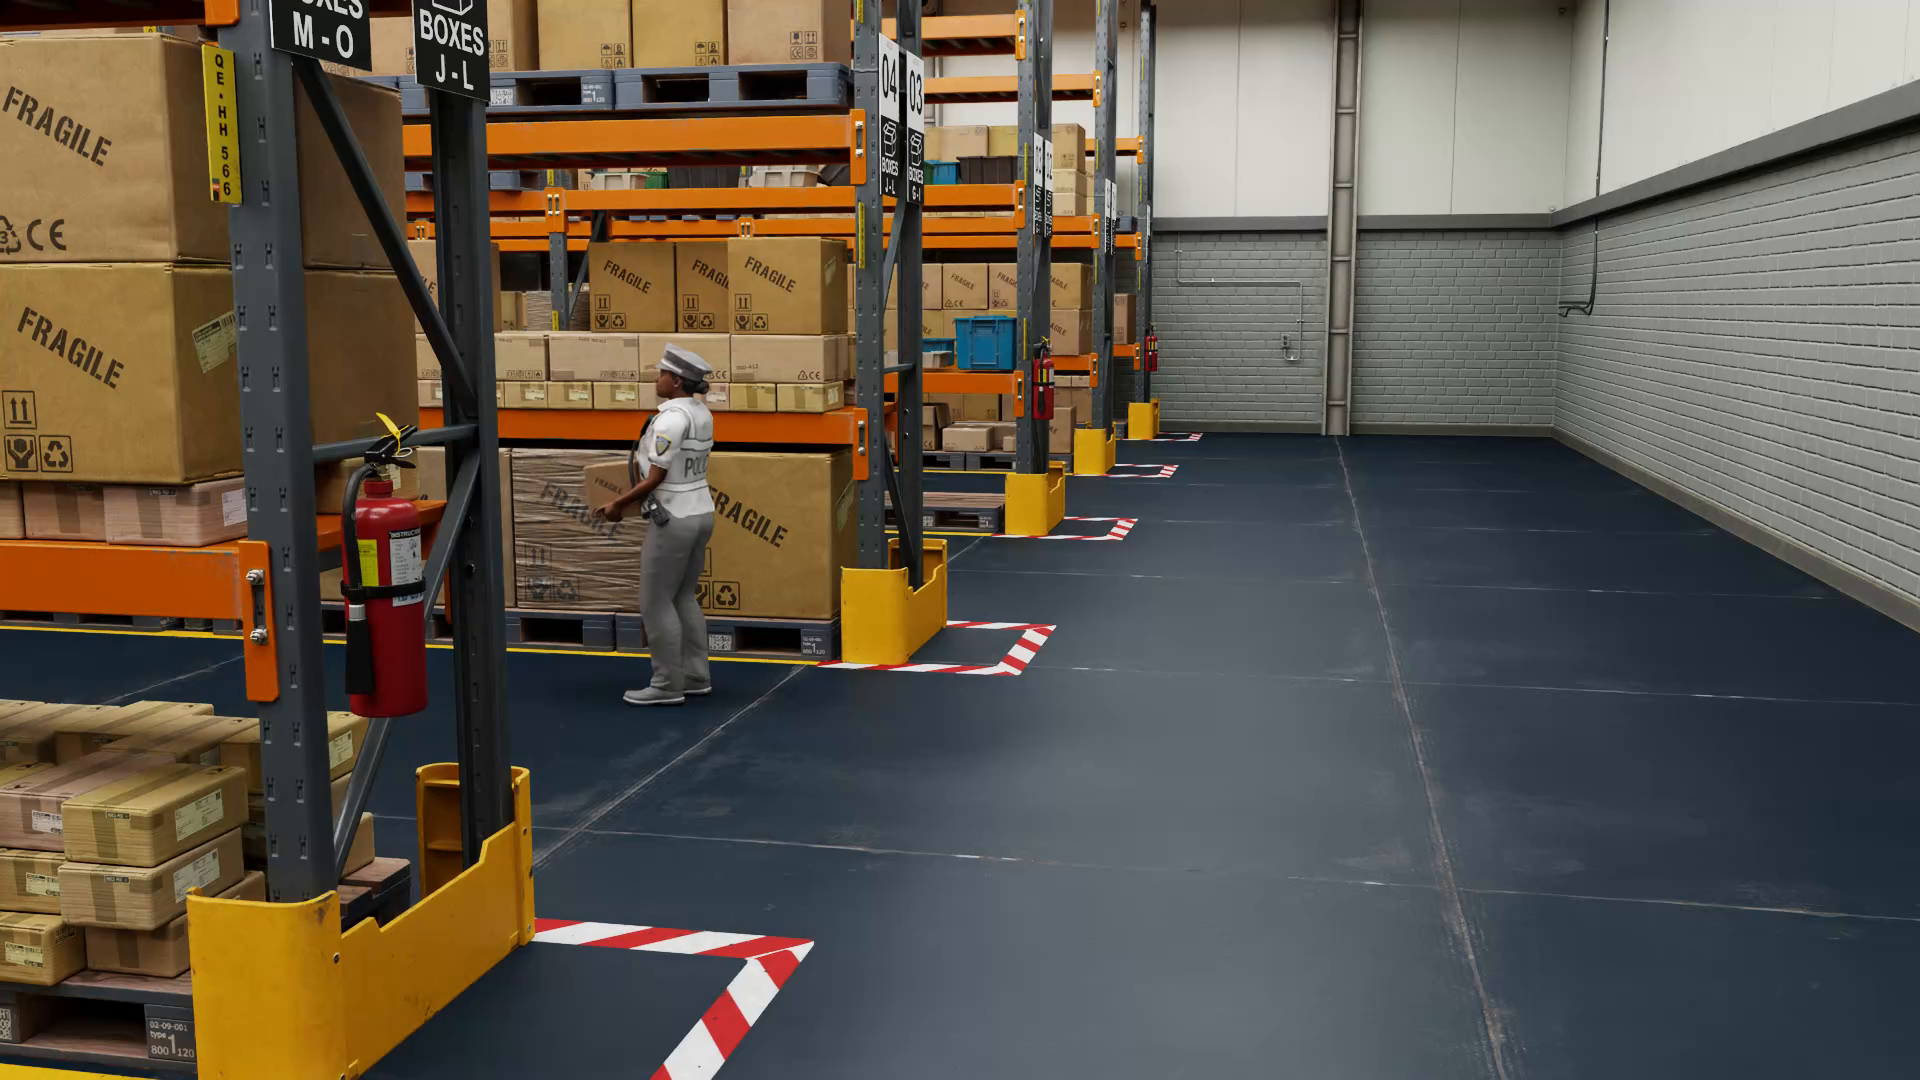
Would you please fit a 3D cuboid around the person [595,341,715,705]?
[{"bbox_3d":[-1.398,-0.080,7.778,0.538,1.689,0.449,2,8,11],"label":"person"}]
